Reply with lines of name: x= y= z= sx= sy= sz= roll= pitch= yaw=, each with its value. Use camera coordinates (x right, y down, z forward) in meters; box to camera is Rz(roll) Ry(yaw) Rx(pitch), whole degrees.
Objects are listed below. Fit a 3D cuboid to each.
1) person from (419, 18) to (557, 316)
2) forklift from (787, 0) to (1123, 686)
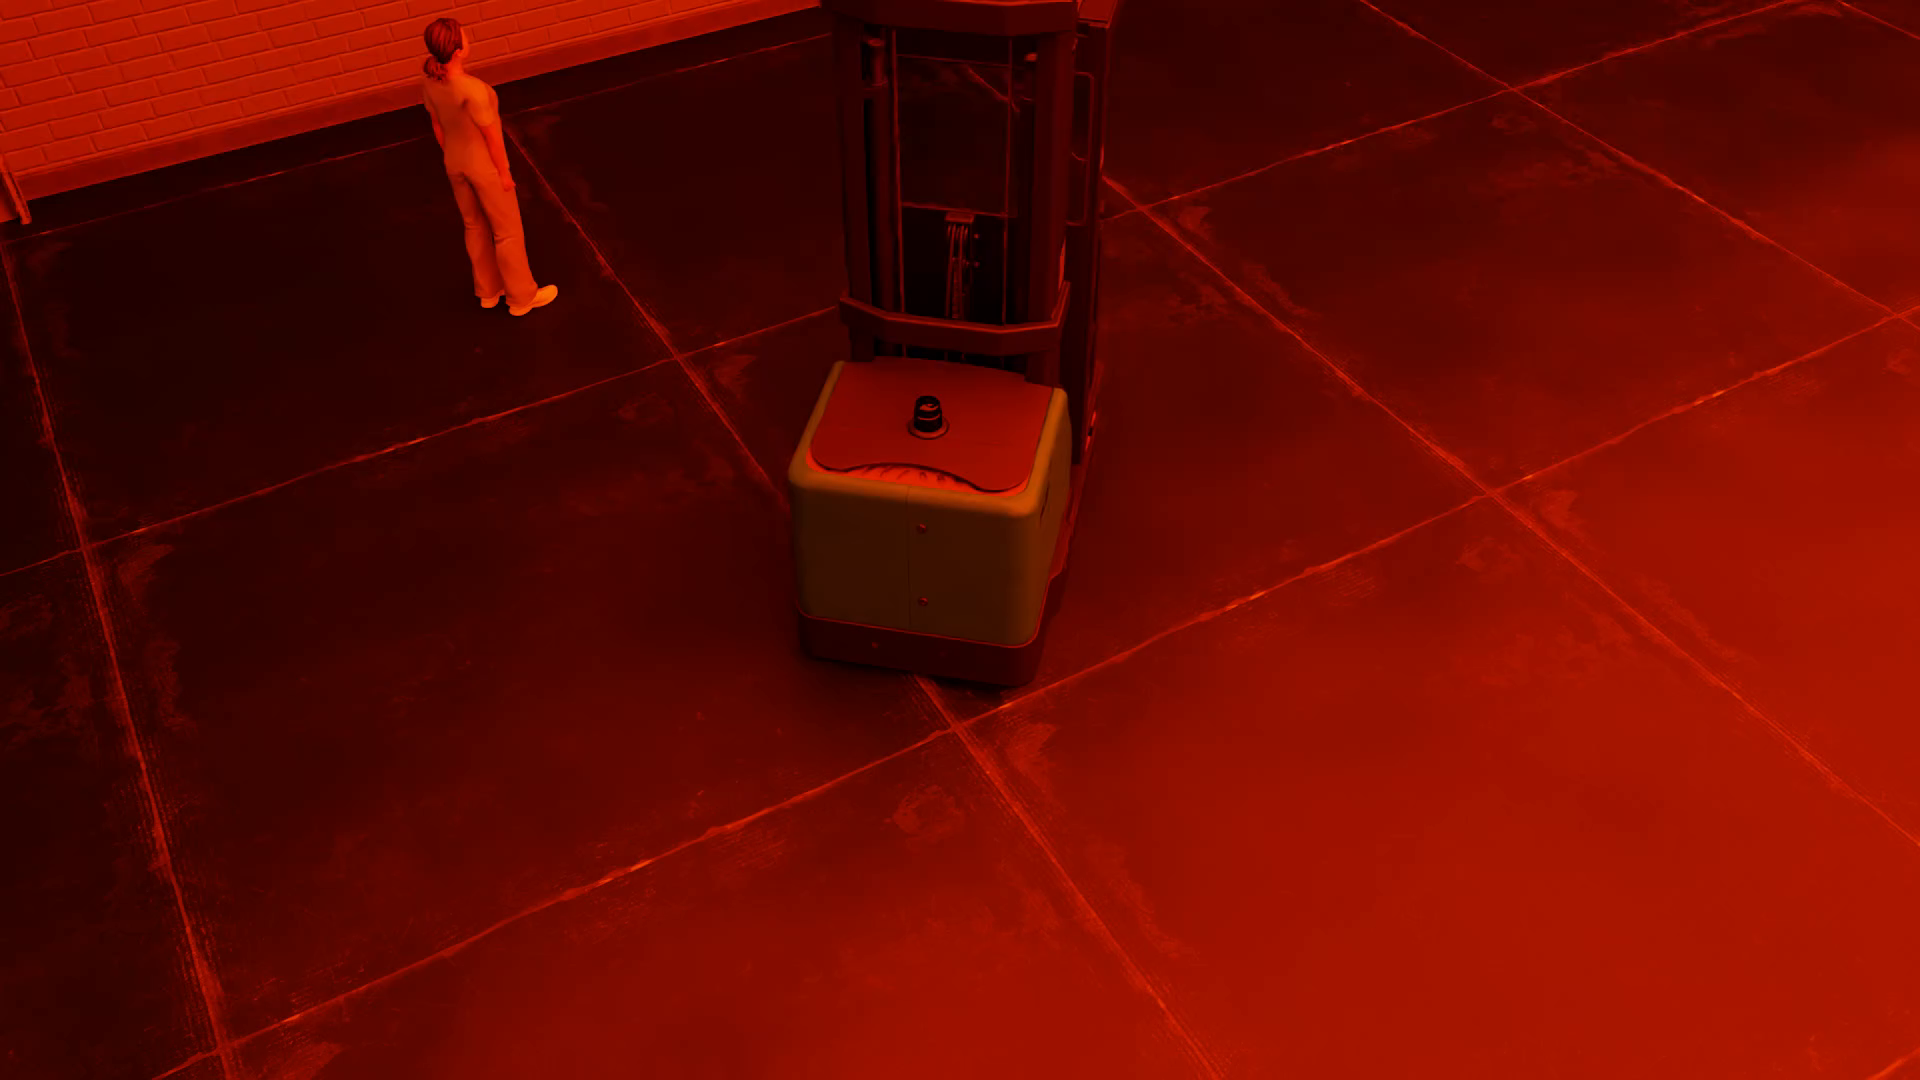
person: x=-2.520 y=-1.950 z=8.727 sx=0.436 sy=1.671 sz=0.379 roll=20 pitch=46 yaw=20
forklift: x=0.095 y=-1.466 z=7.279 sx=1.130 sy=2.935 sz=3.031 roll=8 pitch=43 yaw=8
